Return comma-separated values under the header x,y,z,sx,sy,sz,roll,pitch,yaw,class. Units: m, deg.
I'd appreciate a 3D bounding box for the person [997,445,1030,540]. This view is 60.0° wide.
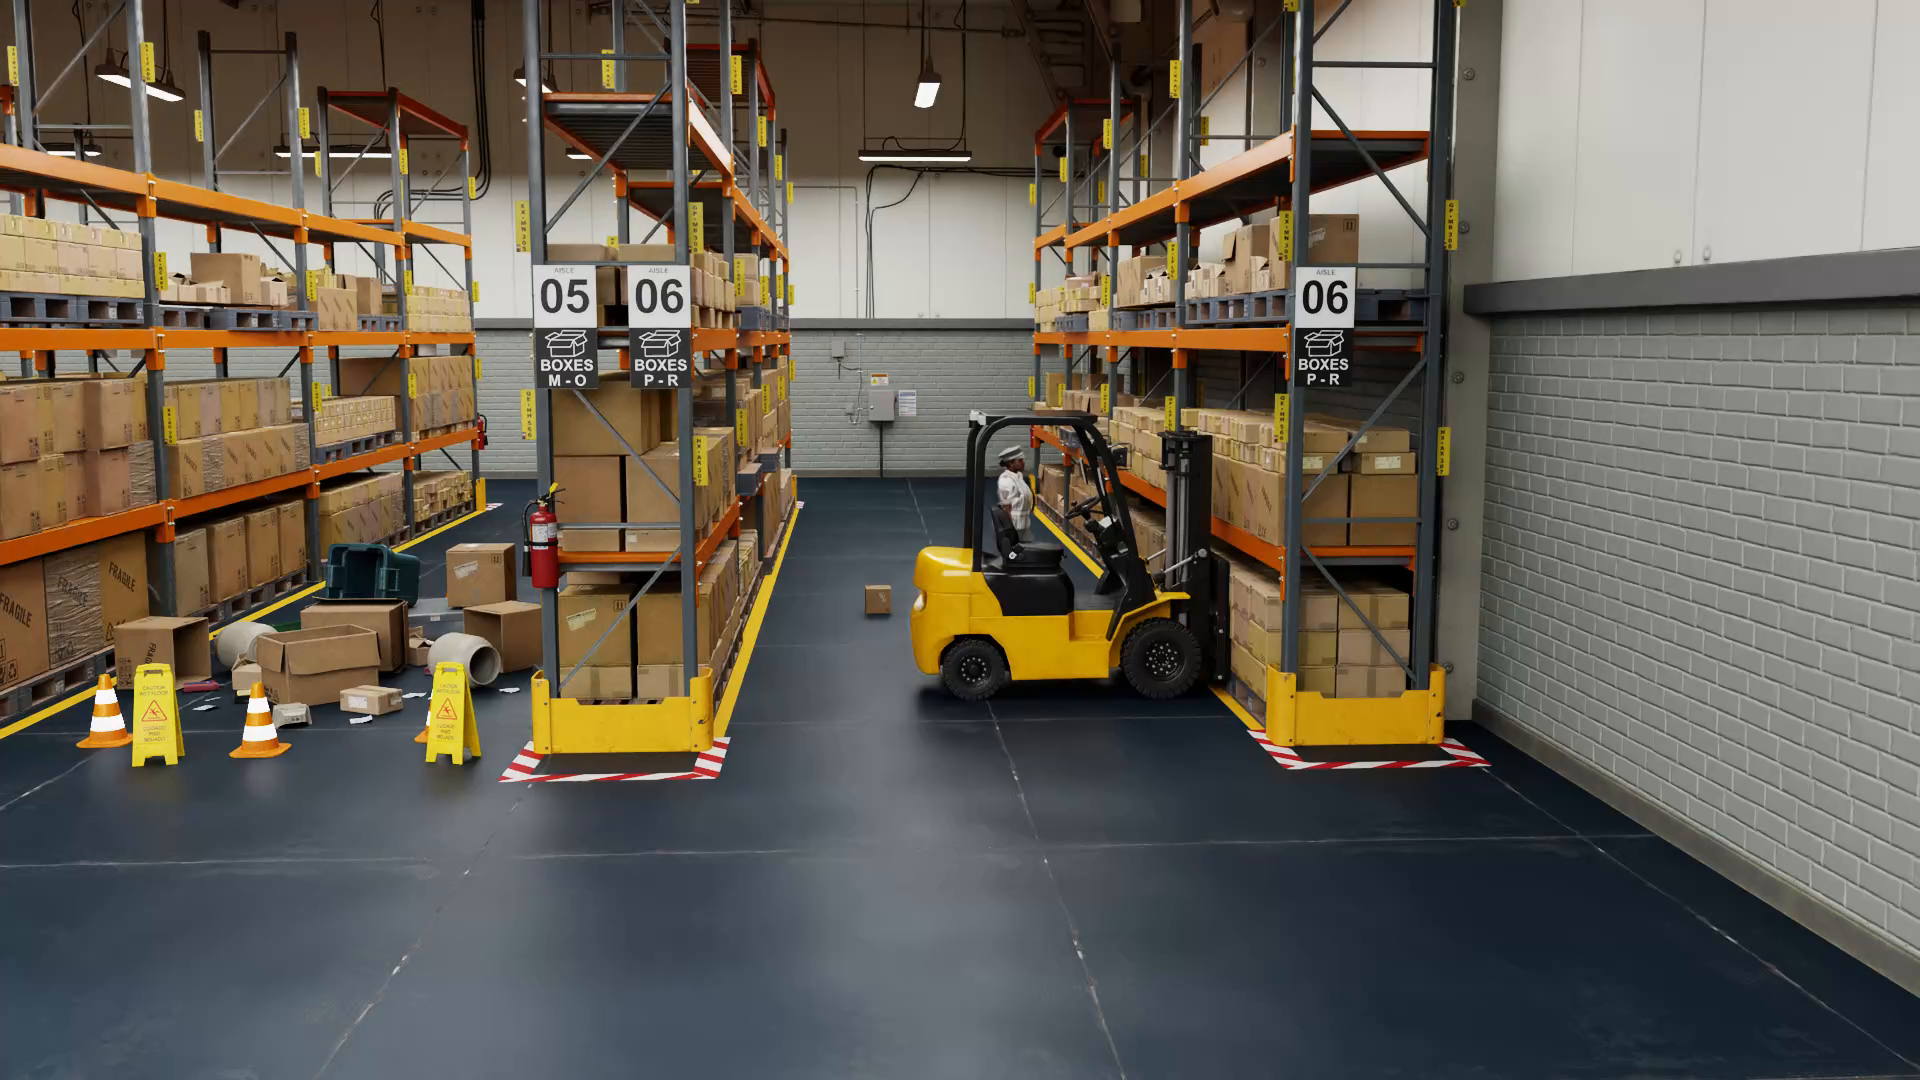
x,y,z,sx,sy,sz,roll,pitch,yaw,class
0.531,-0.421,16.199,0.313,1.021,0.447,3,8,24,person
